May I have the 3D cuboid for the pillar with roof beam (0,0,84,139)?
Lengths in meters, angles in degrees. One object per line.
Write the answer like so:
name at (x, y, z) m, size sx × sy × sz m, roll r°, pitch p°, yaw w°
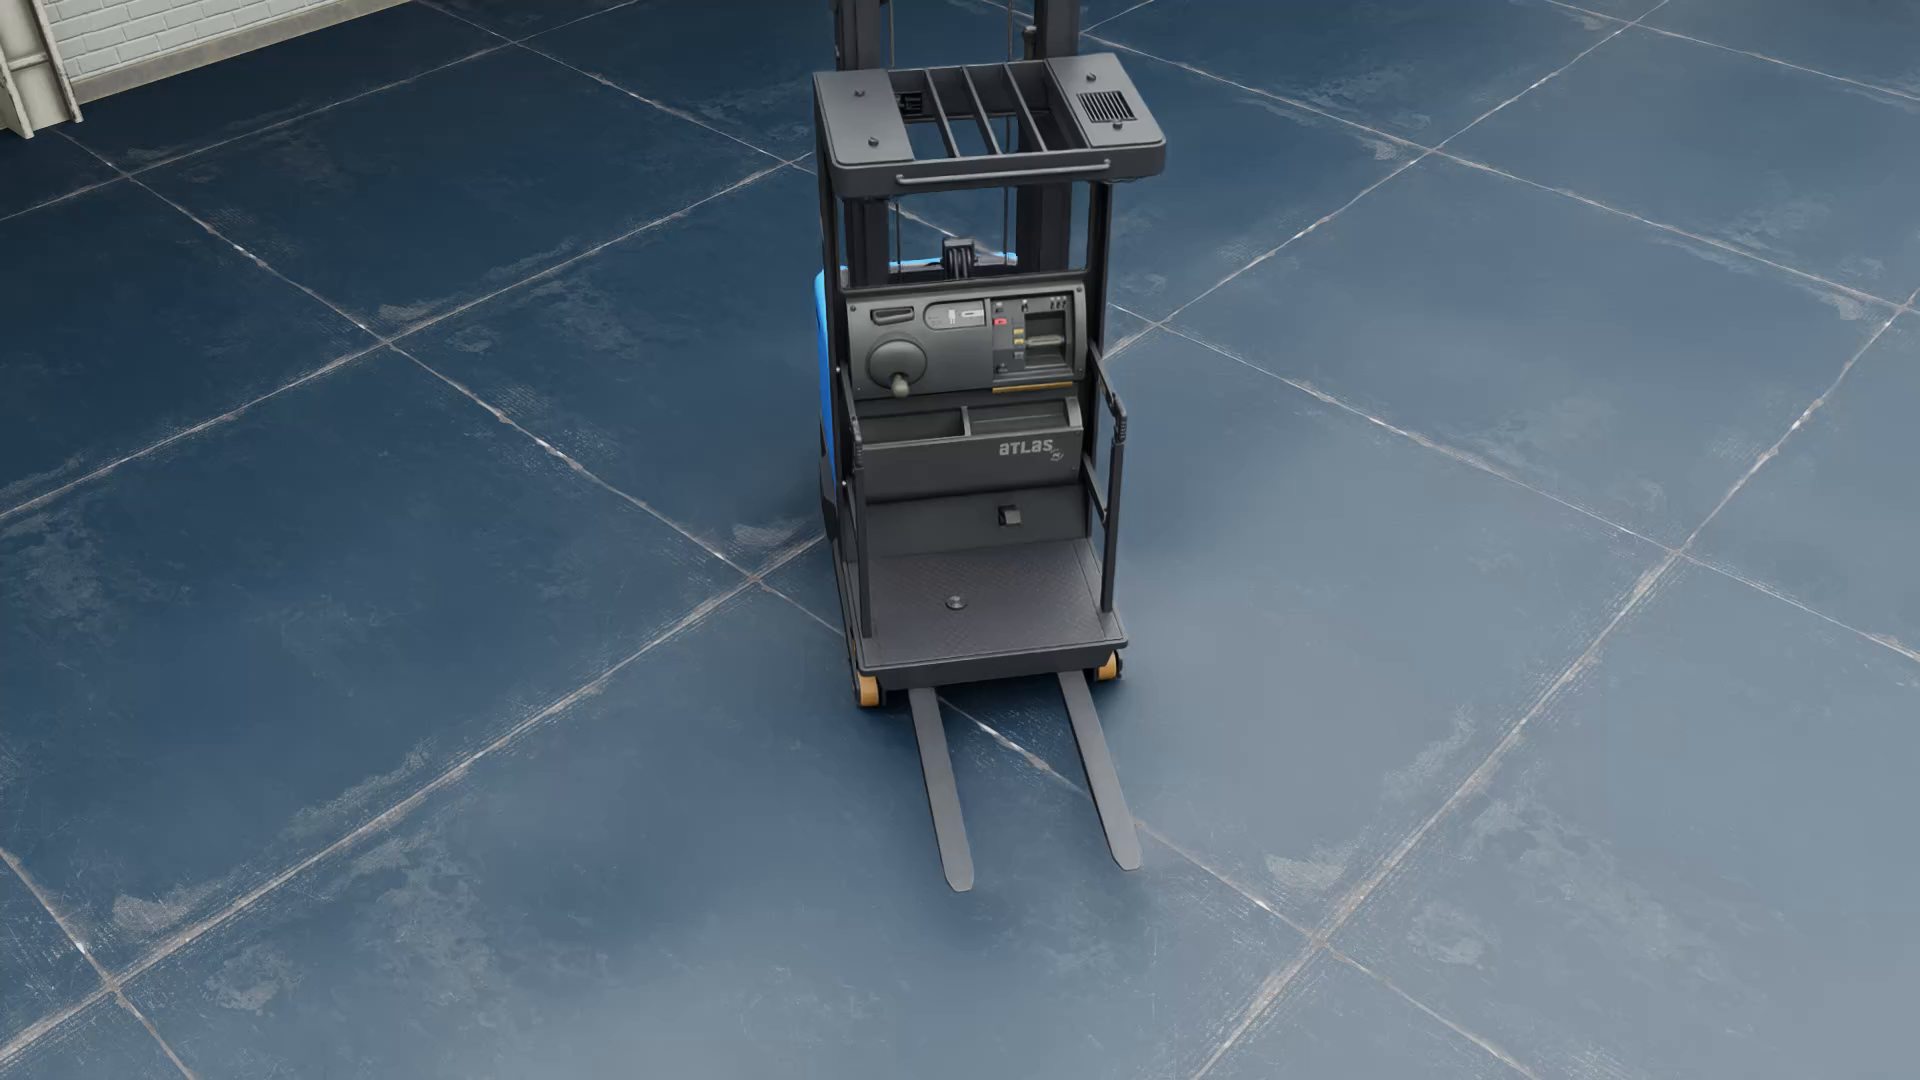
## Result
pillar with roof beam at (-3.050, -4.553, 6.246) m, size 9.100 × 9.000 × 0.400 m, roll 30°, pitch 47°, yaw 32°

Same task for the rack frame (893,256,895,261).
rack frame at (-0.275, -0.947, 8.218) m, size 0.006 × 0.900 × 0.240 m, roll -15°, pitch 41°, yaw -18°

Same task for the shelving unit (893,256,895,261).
shelving unit at (-0.368, -0.922, 8.186) m, size 0.210 × 0.900 × 0.258 m, roll -15°, pitch 41°, yaw -18°

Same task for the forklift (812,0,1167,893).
forklift at (0.067, -0.699, 6.274) m, size 1.130 × 2.935 × 3.031 m, roll -6°, pitch 39°, yaw -7°
